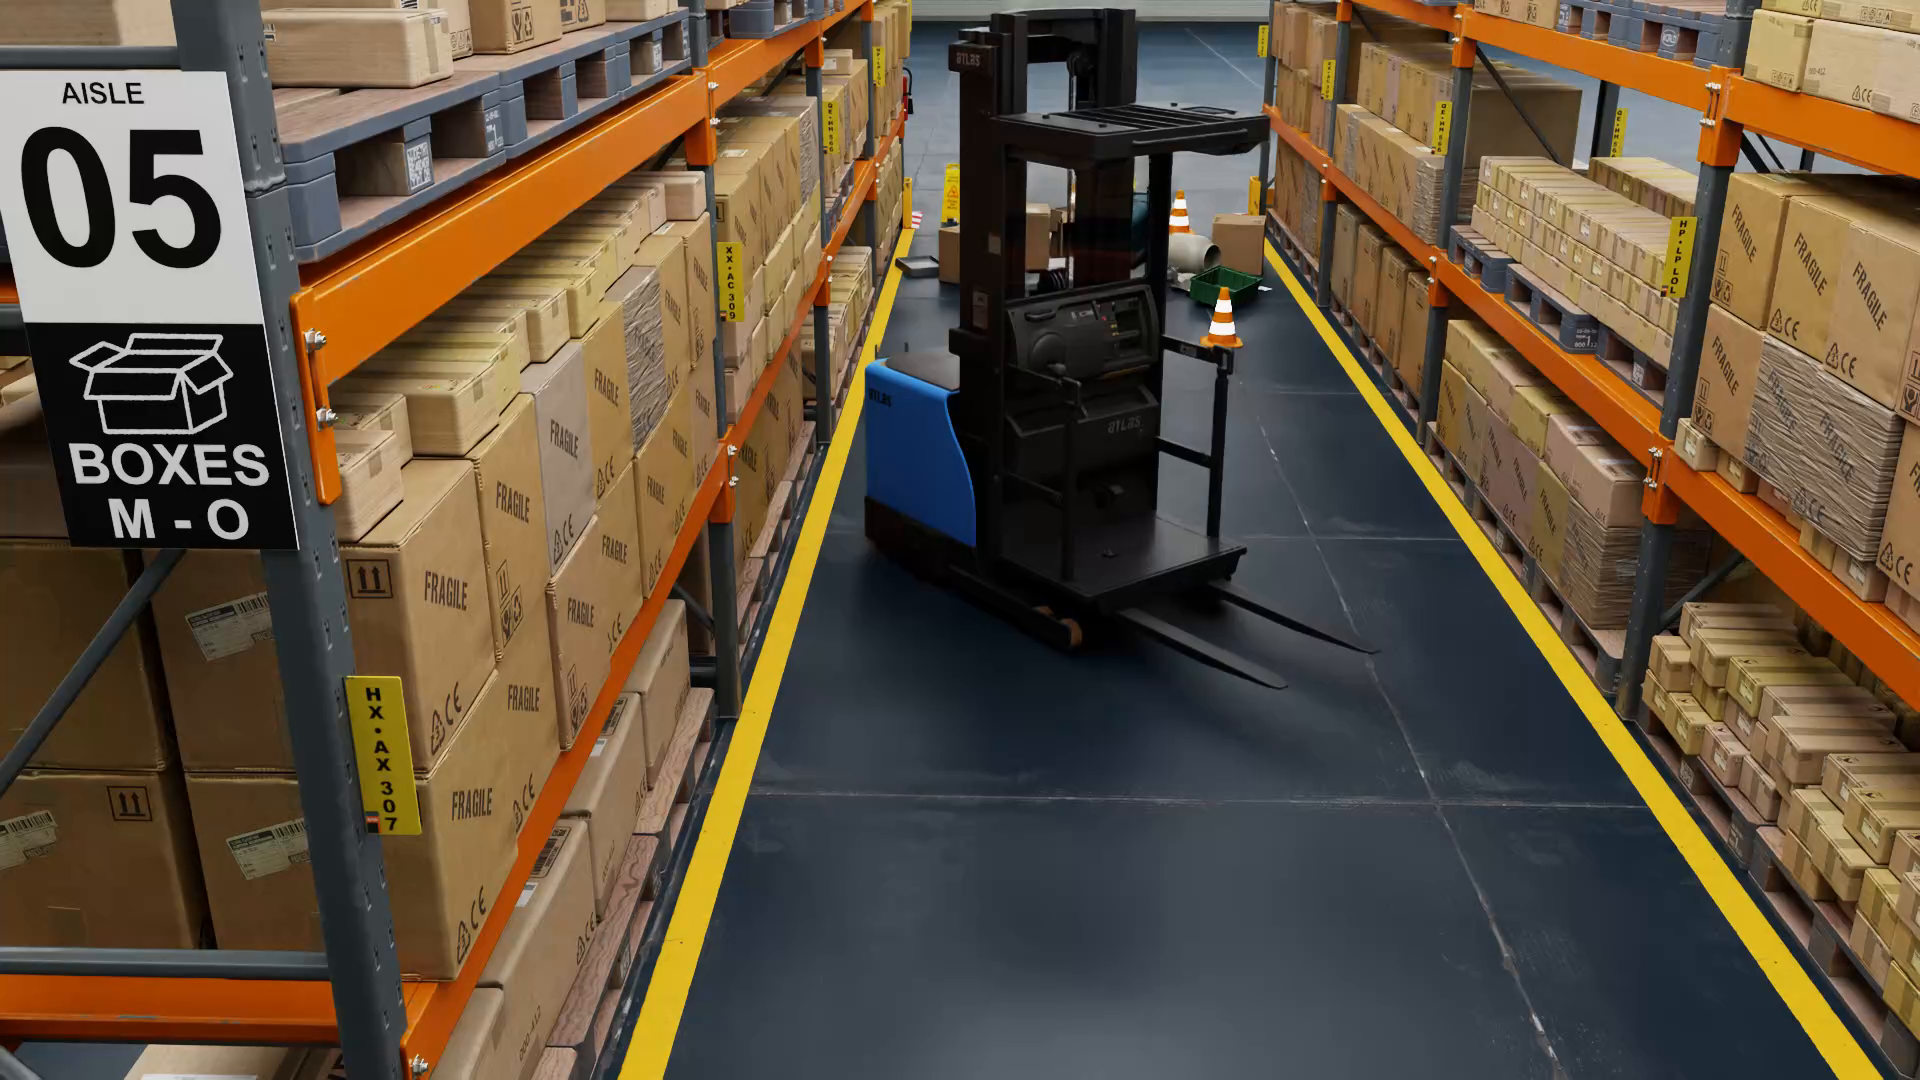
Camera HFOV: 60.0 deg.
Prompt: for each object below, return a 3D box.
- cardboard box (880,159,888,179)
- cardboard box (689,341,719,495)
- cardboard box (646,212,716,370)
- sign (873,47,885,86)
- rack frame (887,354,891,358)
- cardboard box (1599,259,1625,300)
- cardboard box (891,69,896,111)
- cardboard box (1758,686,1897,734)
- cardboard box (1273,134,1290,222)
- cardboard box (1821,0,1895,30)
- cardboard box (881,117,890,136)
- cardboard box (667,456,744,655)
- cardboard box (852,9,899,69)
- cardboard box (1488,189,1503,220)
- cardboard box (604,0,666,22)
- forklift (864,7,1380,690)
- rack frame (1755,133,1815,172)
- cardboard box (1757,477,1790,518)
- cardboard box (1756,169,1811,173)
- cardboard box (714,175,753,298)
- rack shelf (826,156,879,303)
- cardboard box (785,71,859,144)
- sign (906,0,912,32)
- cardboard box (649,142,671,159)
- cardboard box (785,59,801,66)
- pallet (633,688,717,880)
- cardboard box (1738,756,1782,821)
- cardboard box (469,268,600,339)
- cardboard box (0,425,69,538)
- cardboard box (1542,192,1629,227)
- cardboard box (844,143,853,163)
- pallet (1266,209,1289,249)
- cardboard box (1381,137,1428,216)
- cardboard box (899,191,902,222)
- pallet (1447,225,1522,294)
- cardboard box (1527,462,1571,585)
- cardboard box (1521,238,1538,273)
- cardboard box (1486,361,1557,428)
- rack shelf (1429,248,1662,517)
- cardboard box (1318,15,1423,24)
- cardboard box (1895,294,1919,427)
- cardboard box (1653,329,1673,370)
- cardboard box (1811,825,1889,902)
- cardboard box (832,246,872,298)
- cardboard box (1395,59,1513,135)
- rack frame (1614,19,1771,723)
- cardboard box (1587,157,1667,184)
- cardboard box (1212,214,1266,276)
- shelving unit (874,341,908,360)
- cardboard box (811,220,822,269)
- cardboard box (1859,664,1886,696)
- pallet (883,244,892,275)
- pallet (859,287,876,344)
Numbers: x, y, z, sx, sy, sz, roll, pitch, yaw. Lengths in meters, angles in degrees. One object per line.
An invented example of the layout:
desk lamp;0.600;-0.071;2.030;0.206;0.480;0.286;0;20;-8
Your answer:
cardboard box;-0.881;-3.515;15.729;0.380;0.149;0.250;1;21;4
cardboard box;-1.248;-0.492;6.513;0.500;0.500;0.500;1;21;2
cardboard box;-1.228;-0.955;6.324;0.500;0.500;0.500;0;21;1
sign;-0.691;-4.044;14.203;0.100;0.325;0.005;1;21;2
rack frame;-0.311;-0.559;9.518;0.200;1.050;0.008;-8;22;-19
cardboard box;3.297;-1.245;7.948;0.380;0.149;0.250;0;21;0
cardboard box;-0.904;-4.579;16.634;0.500;0.500;0.500;1;21;1
cardboard box;3.232;0.666;6.205;0.380;0.149;0.250;0;21;0
cardboard box;3.872;-3.896;17.781;0.875;0.875;0.875;1;21;2
cardboard box;3.187;-1.808;5.412;0.500;0.250;0.500;1;21;1
cardboard box;-0.868;-3.964;15.947;0.380;0.149;0.250;1;21;2
cardboard box;-1.551;-0.046;7.858;0.875;0.875;0.875;1;21;3
cardboard box;-0.937;-4.682;15.518;0.700;0.500;0.500;0;21;0
cardboard box;3.361;-1.991;9.869;0.380;0.149;0.250;2;21;4
cardboard box;-1.197;-1.810;5.528;0.380;0.149;0.250;1;21;3
forklift;0.750;-1.020;8.105;1.130;2.935;3.031;-15;26;-34
rack frame;8.781;-4.846;17.871;1.000;3.000;0.127;1;21;2
cardboard box;3.236;-0.191;6.222;0.380;0.149;0.250;0;21;-1
cardboard box;8.745;-3.651;17.666;0.500;0.500;0.500;5;22;12
cardboard box;-1.189;-1.285;7.173;0.500;0.500;0.500;1;21;2
rack shelf;-1.307;-2.450;12.691;1.077;0.370;4.000;1;21;2
cardboard box;-1.067;-3.354;12.897;0.500;0.500;0.500;1;21;3
sign;-0.571;-5.629;17.851;0.100;0.325;0.005;1;21;2
cardboard box;-1.684;-1.663;8.149;0.500;0.500;0.500;1;21;3
cardboard box;-1.547;-3.723;13.848;0.500;0.500;0.500;1;21;3
pallet;-1.591;0.958;6.768;1.003;0.211;1.213;1;21;2
cardboard box;3.207;0.942;6.314;0.380;0.149;0.250;0;21;1
cardboard box;-1.235;-0.671;4.693;0.380;0.149;0.250;0;21;0
cardboard box;-1.801;-0.117;3.266;0.380;0.149;0.250;1;21;2
cardboard box;3.337;-1.760;8.863;0.380;0.149;0.250;1;21;3
cardboard box;-1.032;-3.029;12.957;0.380;0.149;0.250;1;21;2
pallet;3.880;-3.347;17.863;1.003;0.211;1.213;1;21;2
cardboard box;3.360;-2.618;11.991;0.500;0.500;0.500;0;21;1
cardboard box;-0.881;-3.565;17.790;0.500;0.250;0.500;1;21;1
pallet;3.668;-1.696;10.019;1.213;0.211;1.003;1;21;2
cardboard box;3.248;-0.084;8.475;0.500;0.500;0.500;0;21;0
cardboard box;3.339;-1.575;9.208;0.380;0.149;0.250;1;21;3
cardboard box;3.277;-0.816;9.323;0.500;0.250;0.500;1;21;2
rack shelf;3.522;-0.986;8.918;1.077;0.370;4.000;1;21;2
cardboard box;3.804;-4.591;15.514;0.875;0.550;0.550;1;21;2
cardboard box;3.140;-0.534;4.827;0.500;0.500;0.500;0;21;0
cardboard box;3.275;-0.823;7.269;0.380;0.149;0.250;0;21;0
cardboard box;3.094;1.081;5.545;0.380;0.149;0.250;1;21;2
cardboard box;-1.260;-2.290;14.335;0.950;0.372;0.625;1;21;2
cardboard box;3.649;-3.273;12.296;0.700;0.500;0.500;0;21;1
rack frame;3.461;-0.598;6.924;1.000;3.000;0.127;1;21;2
cardboard box;4.026;-2.218;10.043;0.380;0.149;0.250;0;21;0
cardboard box;2.726;-2.899;16.306;0.500;0.500;0.500;4;22;11
shelving unit;-0.353;-0.601;9.625;0.215;1.050;0.252;-8;22;-19
cardboard box;-1.124;-1.807;10.246;0.500;0.250;0.500;0;21;0
cardboard box;3.742;0.572;6.446;0.380;0.149;0.250;0;21;1
pallet;-1.227;-2.894;16.696;1.003;0.211;1.213;1;21;2
pallet;-1.269;-1.927;14.204;1.003;0.211;1.213;1;21;2
